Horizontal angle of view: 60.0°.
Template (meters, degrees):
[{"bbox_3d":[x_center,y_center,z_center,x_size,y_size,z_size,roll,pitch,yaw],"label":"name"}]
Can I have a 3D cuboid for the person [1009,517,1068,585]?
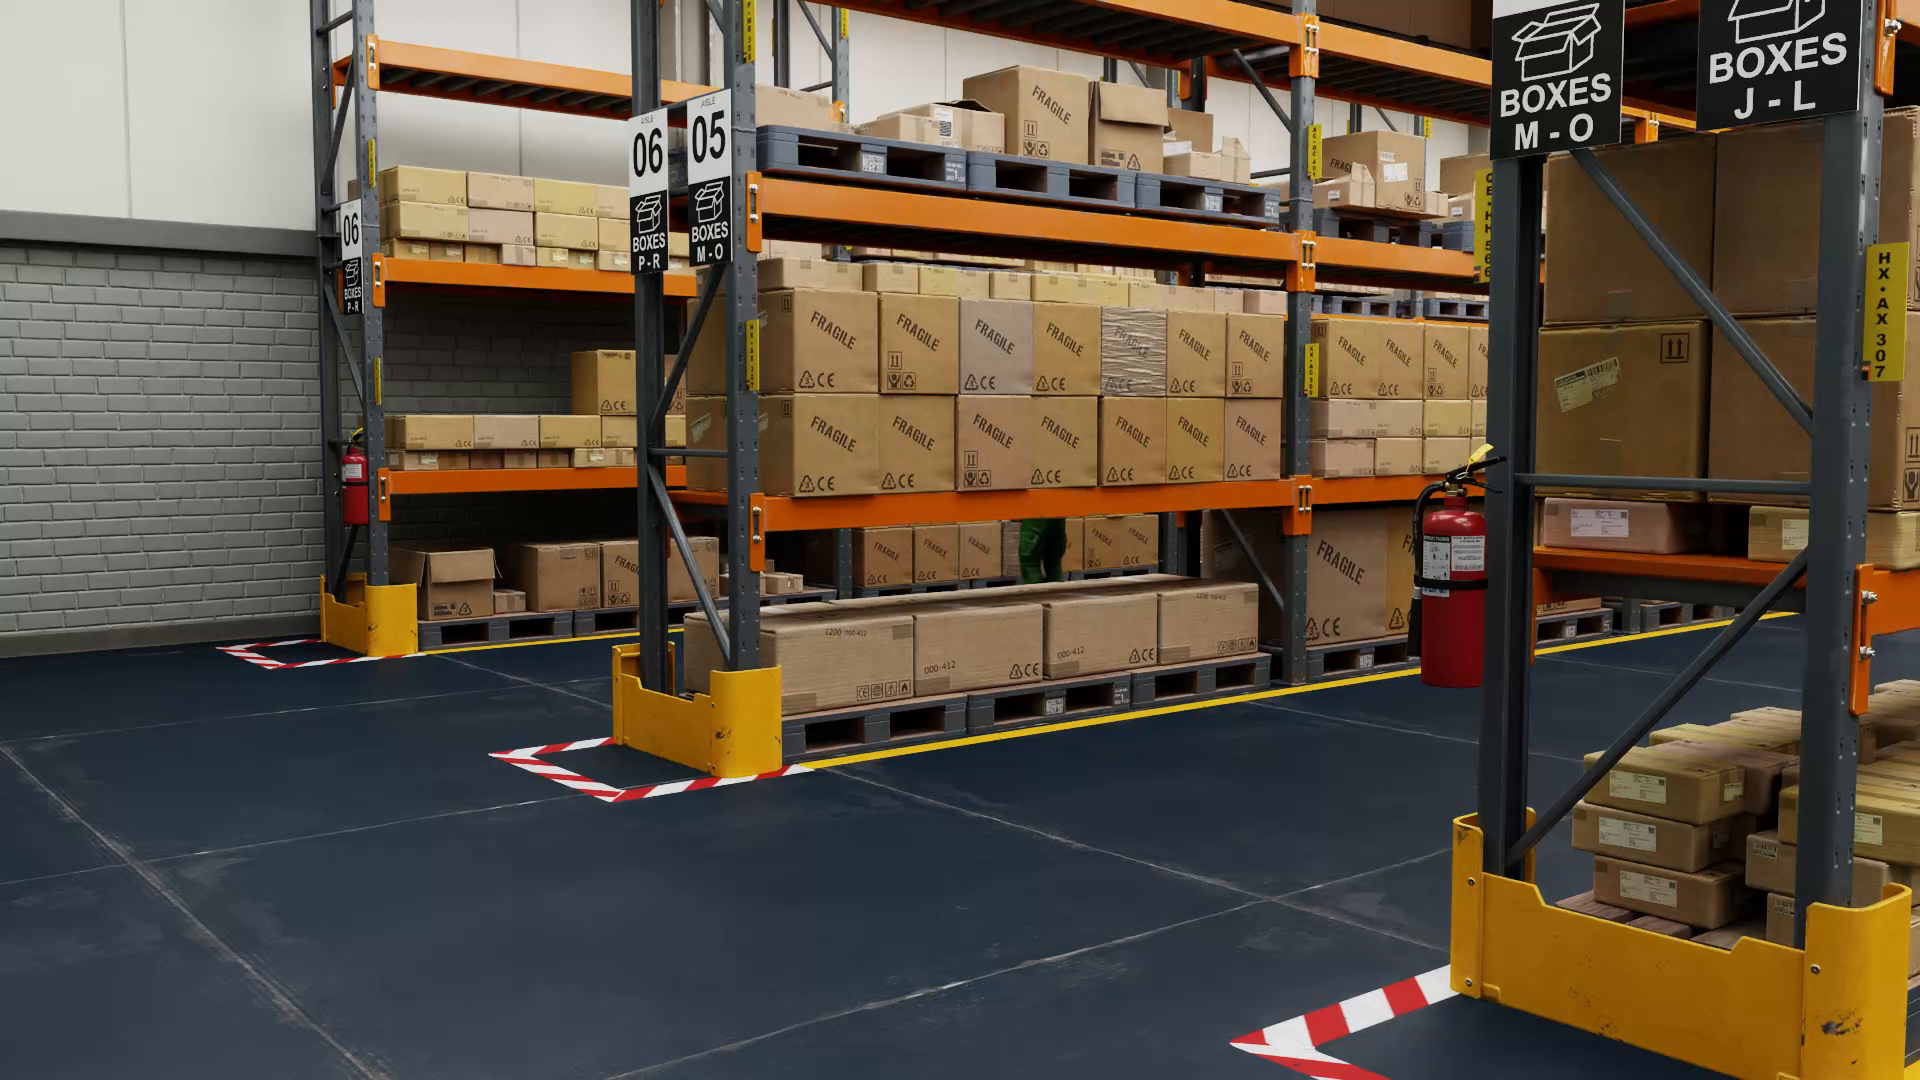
[{"bbox_3d":[0.636,-0.177,13.223,0.621,1.779,0.453,-4,6,-40],"label":"person"}]
